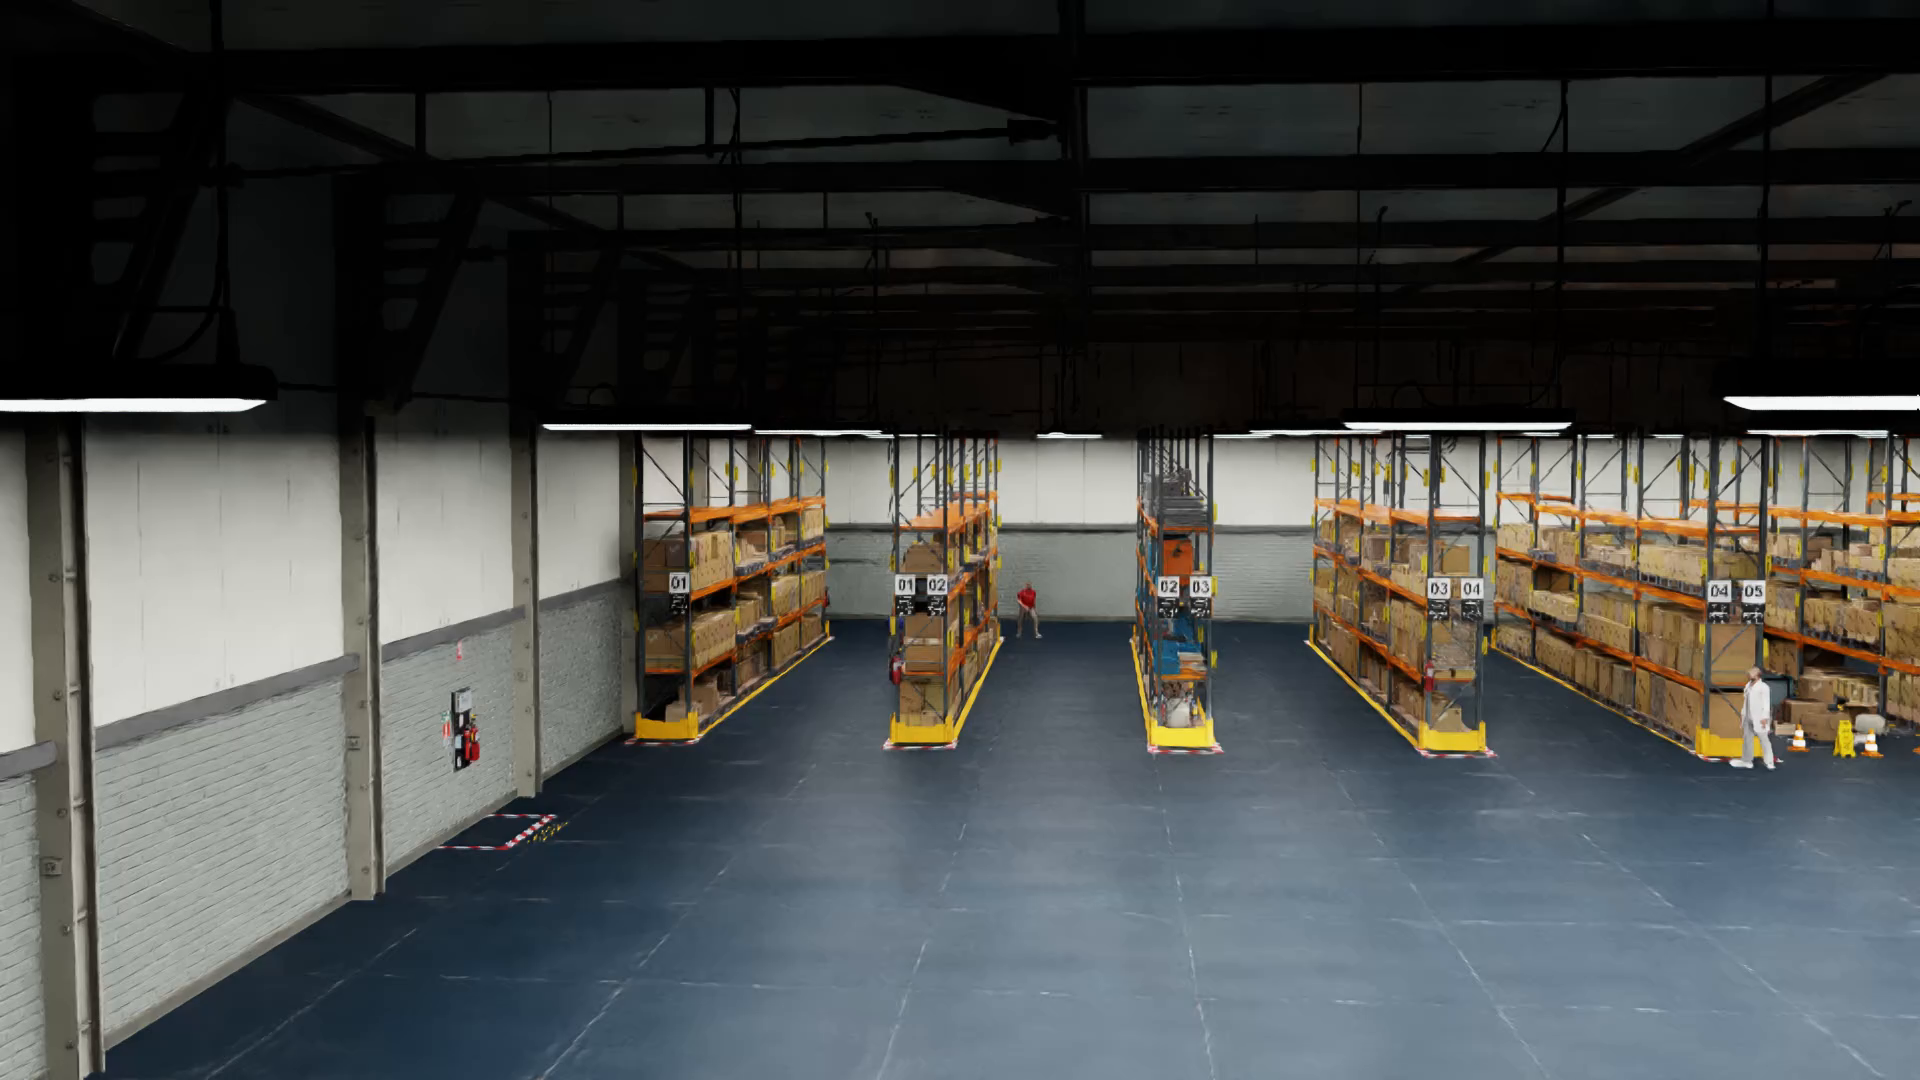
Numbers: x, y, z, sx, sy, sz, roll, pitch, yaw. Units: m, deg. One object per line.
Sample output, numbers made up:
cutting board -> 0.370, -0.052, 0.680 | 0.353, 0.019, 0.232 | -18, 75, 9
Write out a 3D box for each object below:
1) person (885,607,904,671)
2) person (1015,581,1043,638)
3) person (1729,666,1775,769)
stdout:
person -> -1.618, 2.437, 41.294 | 0.445, 1.574, 1.076 | 0, 3, 2
person -> 1.959, 1.999, 48.050 | 0.704, 1.661, 0.832 | -1, 4, -17
person -> 13.876, 3.092, 28.973 | 0.589, 1.777, 0.710 | -1, 4, -13
